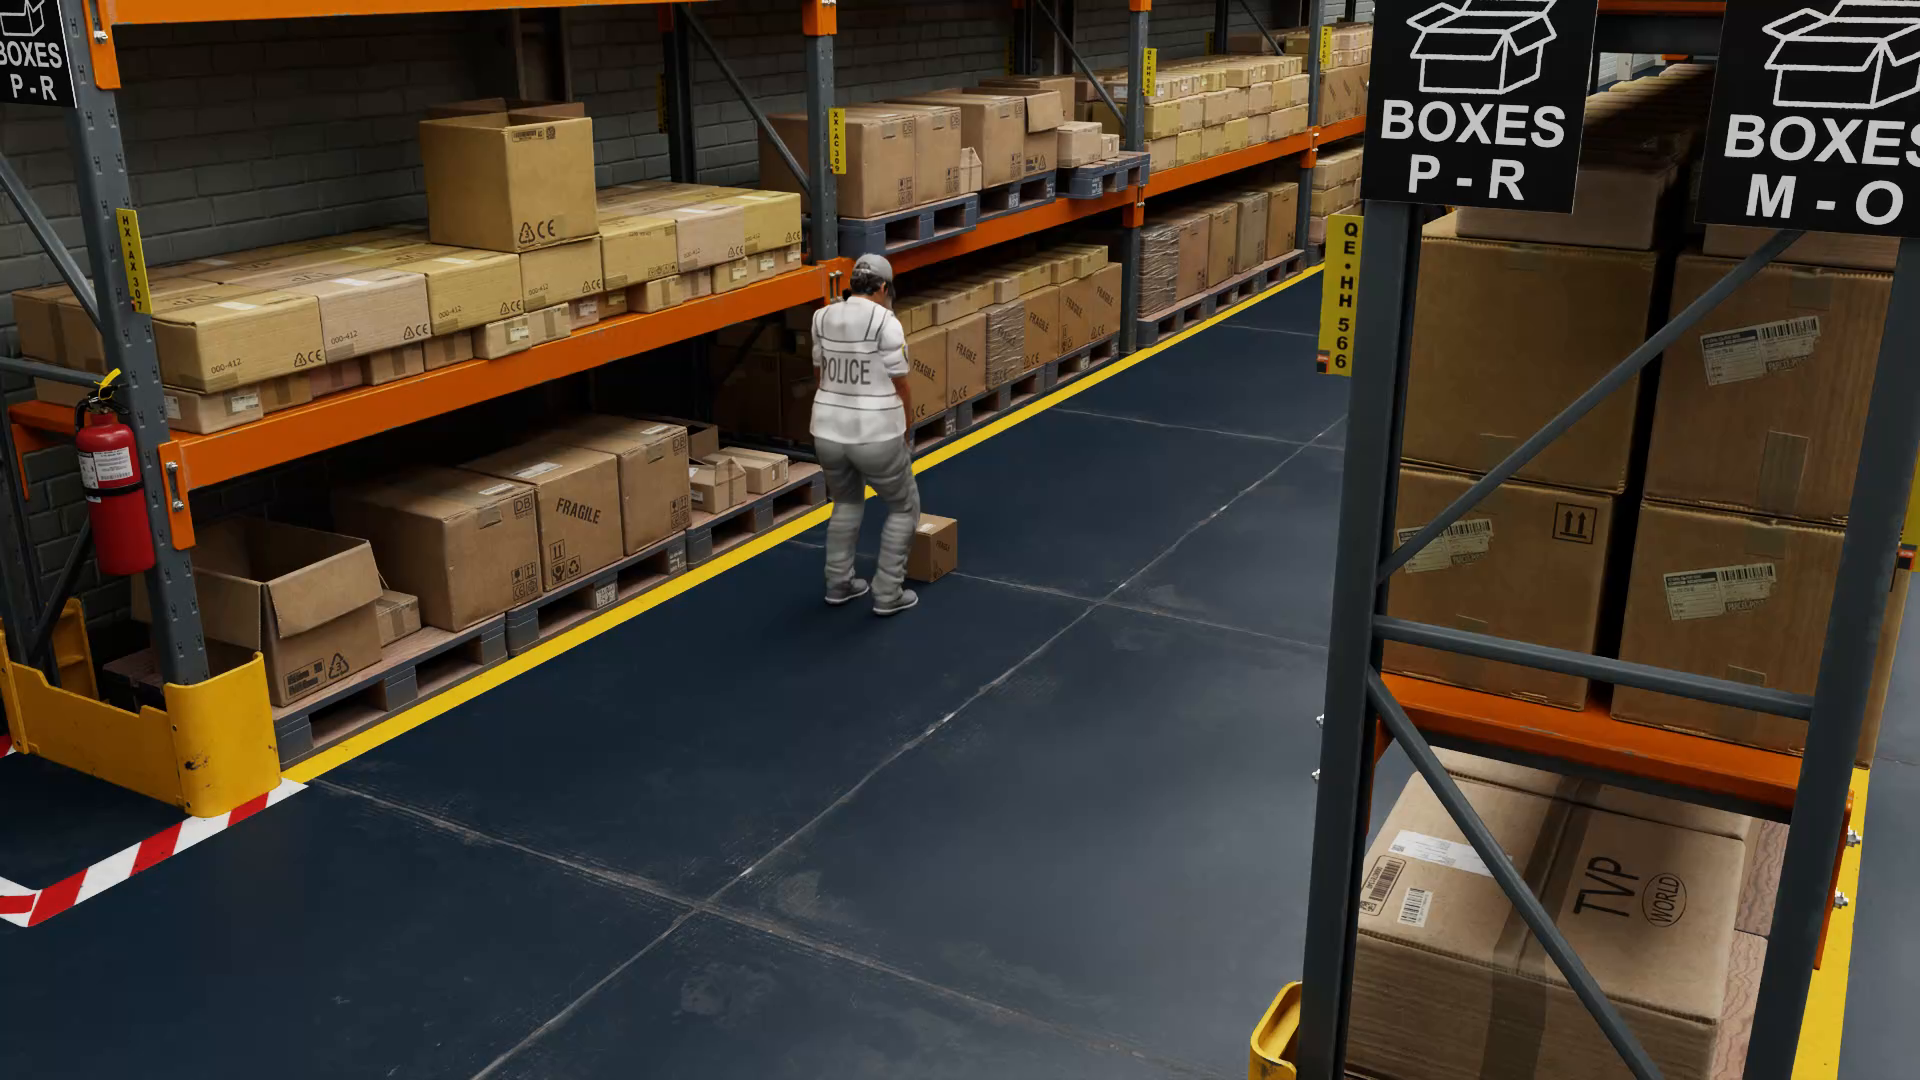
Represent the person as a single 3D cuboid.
[{"bbox_3d":[-0.438,-0.468,7.487,0.500,1.610,0.496,11,22,29],"label":"person"}]
